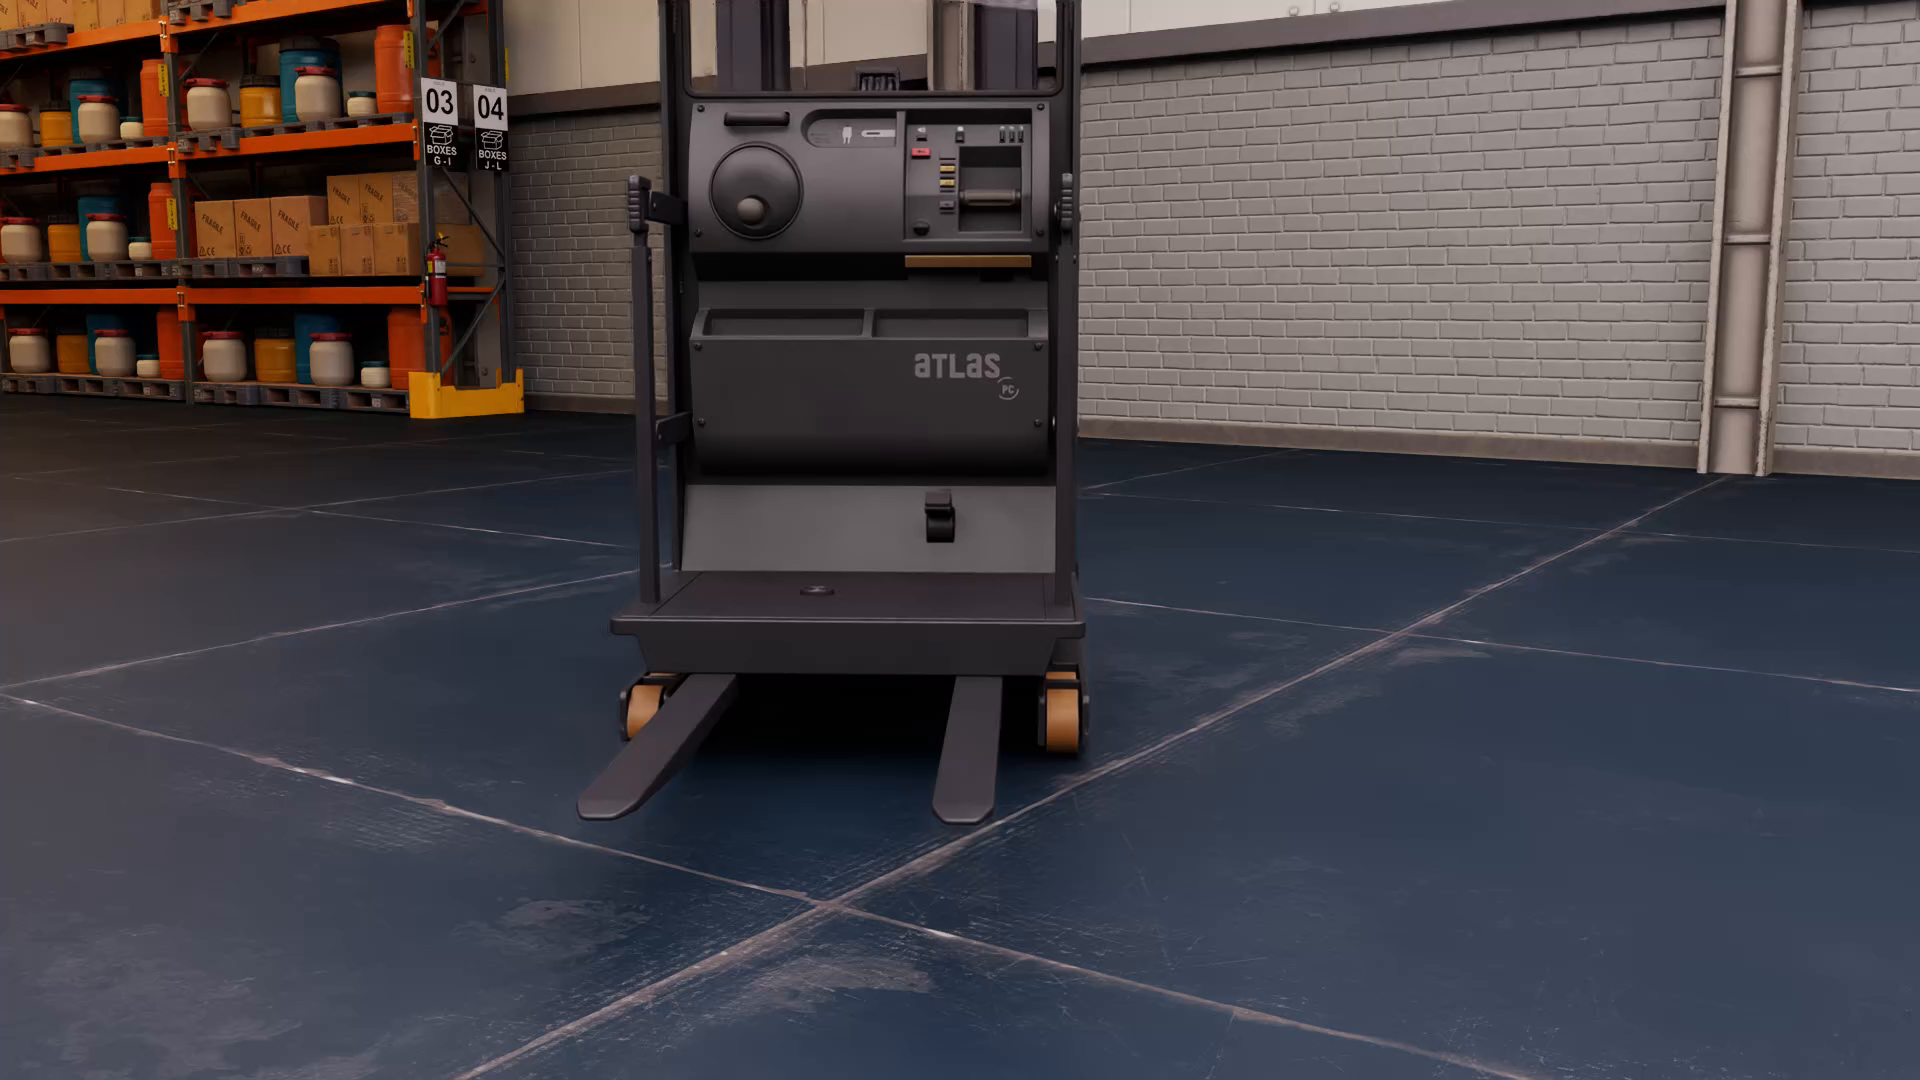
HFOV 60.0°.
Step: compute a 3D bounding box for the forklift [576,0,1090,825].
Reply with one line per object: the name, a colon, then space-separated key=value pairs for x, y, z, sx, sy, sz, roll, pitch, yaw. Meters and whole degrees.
forklift: x=-0.240 y=-0.980 z=4.084 sx=1.130 sy=2.935 sz=3.031 roll=0 pitch=8 yaw=2
